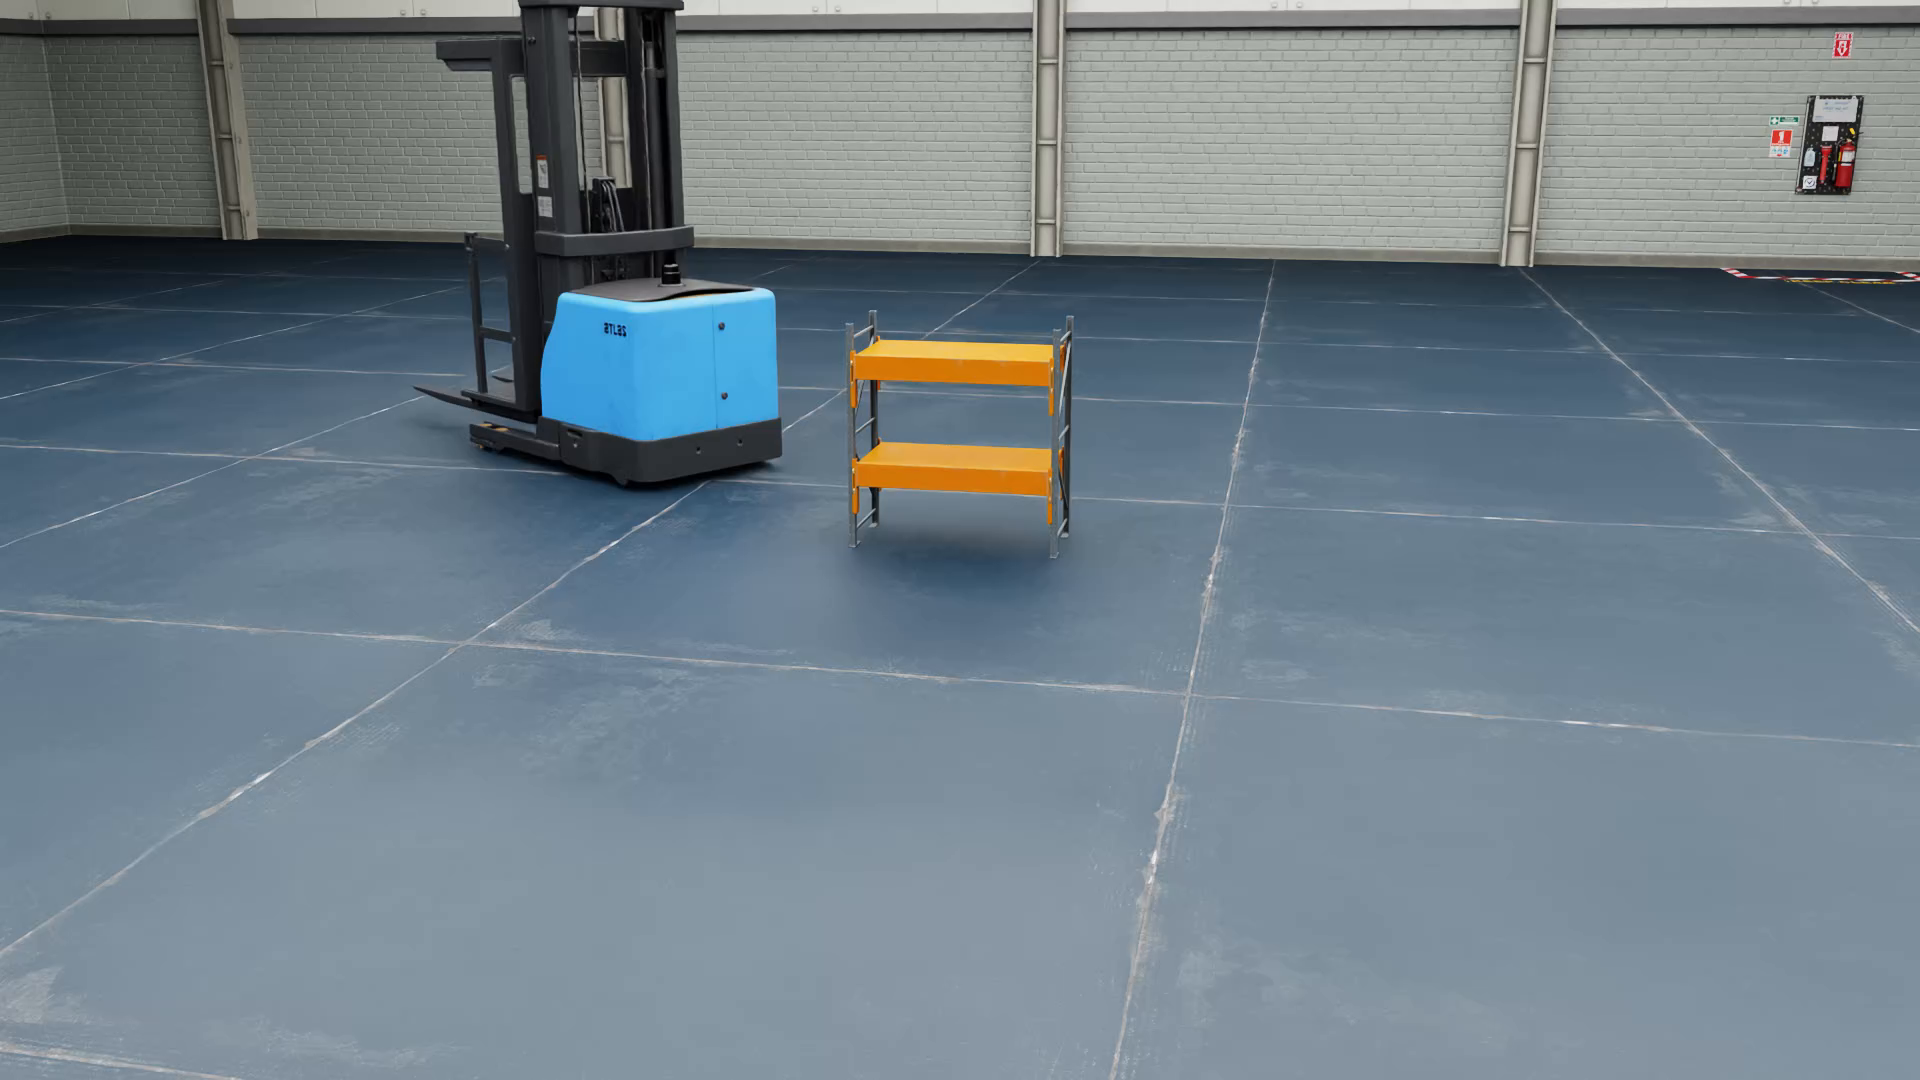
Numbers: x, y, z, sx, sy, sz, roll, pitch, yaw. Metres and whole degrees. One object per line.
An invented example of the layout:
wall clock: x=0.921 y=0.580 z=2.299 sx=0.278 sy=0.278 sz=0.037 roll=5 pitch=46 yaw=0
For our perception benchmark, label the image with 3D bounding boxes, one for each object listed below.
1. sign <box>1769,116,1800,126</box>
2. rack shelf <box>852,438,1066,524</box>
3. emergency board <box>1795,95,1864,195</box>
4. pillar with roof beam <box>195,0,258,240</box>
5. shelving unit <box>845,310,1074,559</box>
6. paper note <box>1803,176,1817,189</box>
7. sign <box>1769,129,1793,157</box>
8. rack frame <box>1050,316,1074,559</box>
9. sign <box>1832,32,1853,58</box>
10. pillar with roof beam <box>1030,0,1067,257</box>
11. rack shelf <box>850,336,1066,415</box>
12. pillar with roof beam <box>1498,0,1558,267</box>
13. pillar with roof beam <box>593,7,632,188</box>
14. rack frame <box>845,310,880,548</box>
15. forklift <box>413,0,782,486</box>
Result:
sign: x=9.985 y=-5.077 z=20.141 sx=0.331 sy=0.109 sz=0.001 roll=3 pitch=16 yaw=11
rack shelf: x=0.007 y=-0.306 z=8.406 sx=1.000 sy=0.278 sz=0.538 roll=3 pitch=16 yaw=11
emergency board: x=10.503 y=-4.750 z=20.022 sx=0.643 sy=1.169 sz=0.194 roll=3 pitch=16 yaw=11
pillar with roof beam: x=-11.459 y=-7.651 z=19.254 sx=0.400 sy=9.000 sz=9.100 roll=3 pitch=16 yaw=11
shelving unit: x=0.007 y=-0.542 z=8.341 sx=1.048 sy=1.125 sz=0.538 roll=3 pitch=16 yaw=11
paper note: x=10.343 y=-4.353 z=20.239 sx=0.142 sy=0.148 sz=0.016 roll=3 pitch=16 yaw=11
sign: x=9.982 y=-4.824 z=20.221 sx=0.234 sy=0.329 sz=0.001 roll=3 pitch=16 yaw=11
rack frame: x=0.505 y=-0.515 z=8.243 sx=0.032 sy=1.125 sz=0.500 roll=3 pitch=16 yaw=11
sign: x=10.515 y=-5.894 z=19.808 sx=0.199 sy=0.298 sz=0.001 roll=3 pitch=16 yaw=11
pillar with roof beam: x=0.300 y=-7.012 z=16.949 sx=0.400 sy=9.000 sz=9.100 roll=3 pitch=16 yaw=11
rack shelf: x=0.007 y=-0.824 z=8.262 sx=1.000 sy=0.278 sz=0.538 roll=3 pitch=16 yaw=11
pillar with roof beam: x=6.180 y=-6.693 z=15.797 sx=0.400 sy=9.000 sz=9.100 roll=3 pitch=16 yaw=11
pillar with roof beam: x=-5.580 y=-7.331 z=18.102 sx=0.400 sy=9.000 sz=9.100 roll=3 pitch=16 yaw=11
rack frame: x=-0.492 y=-0.569 z=8.438 sx=0.032 sy=1.125 sz=0.500 roll=3 pitch=16 yaw=11
forklift: x=-2.476 y=-2.040 z=10.366 sx=3.031 sy=2.935 sz=1.130 roll=15 pitch=21 yaw=43
